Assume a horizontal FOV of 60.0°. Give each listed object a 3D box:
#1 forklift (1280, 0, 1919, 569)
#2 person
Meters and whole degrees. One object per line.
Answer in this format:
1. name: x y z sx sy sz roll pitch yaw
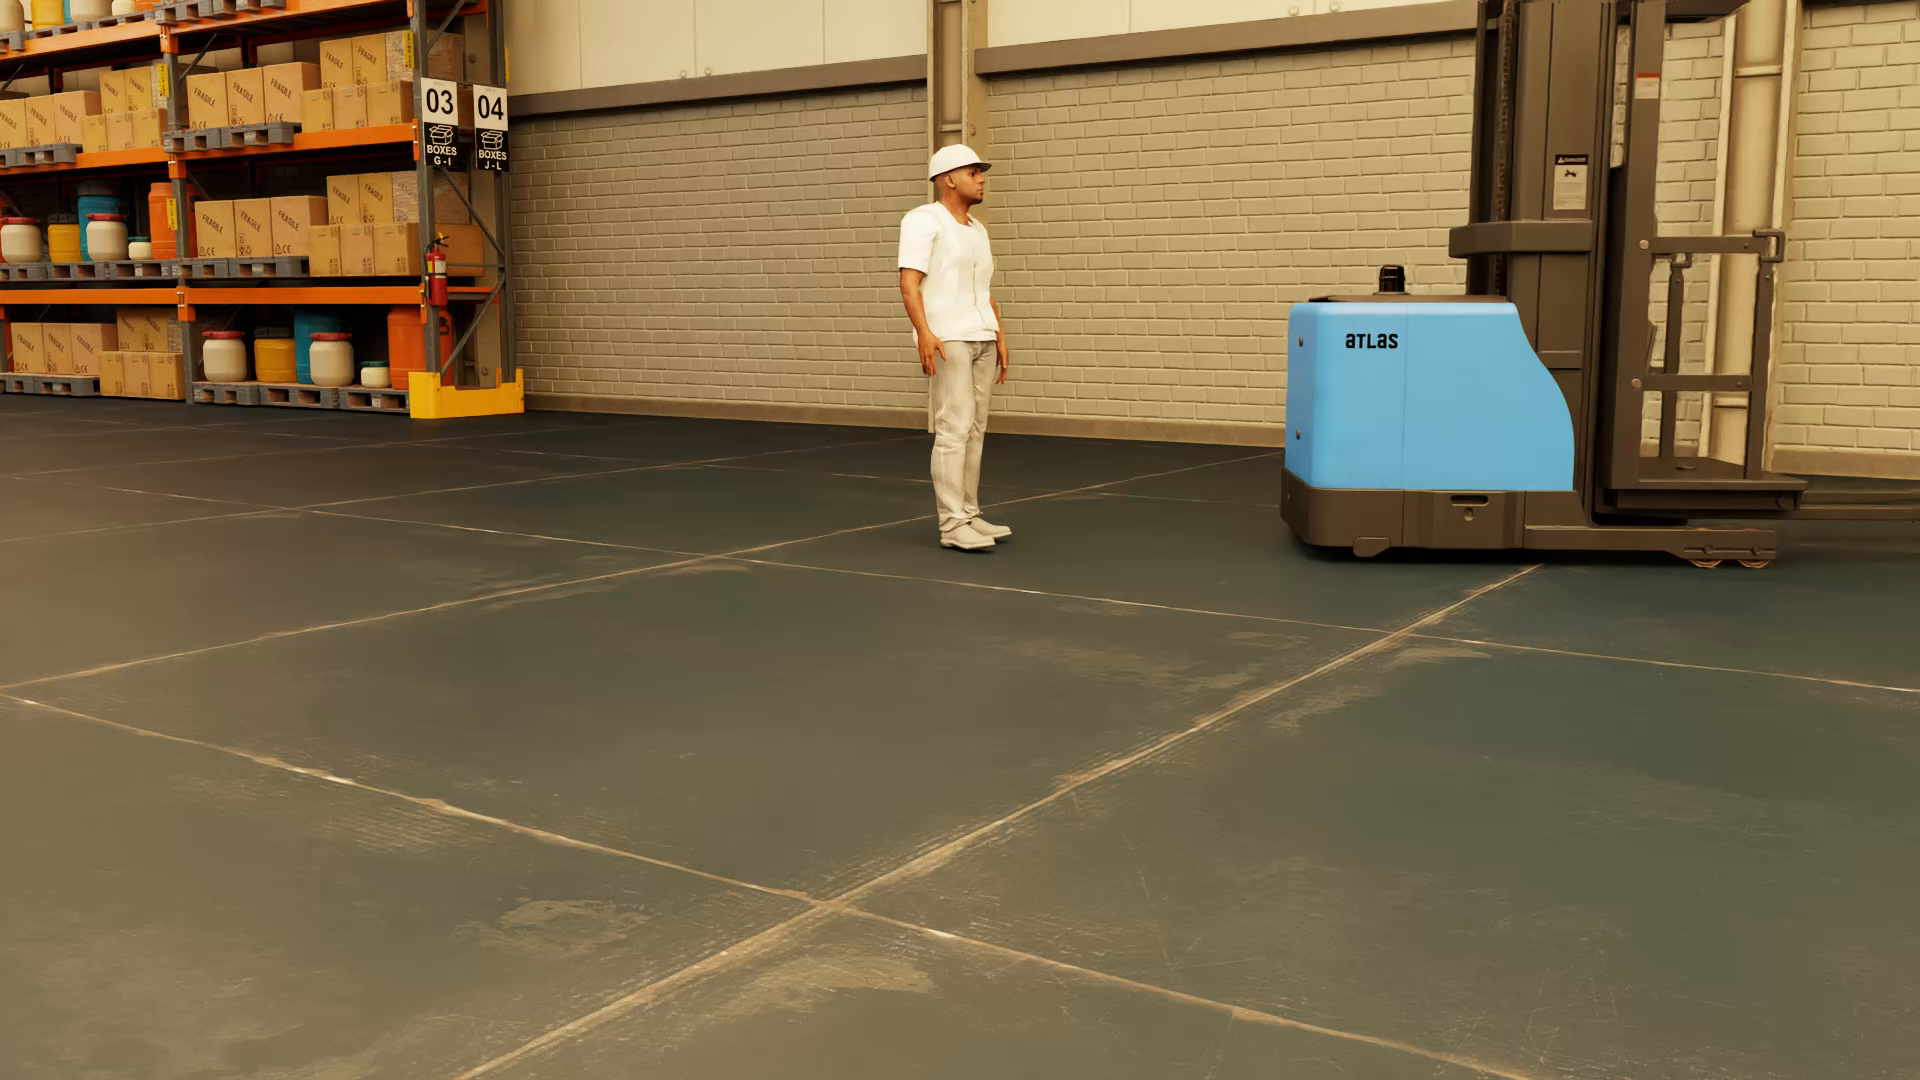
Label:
1. forklift: 2.994 -1.412 7.124 3.031 2.935 1.130 1 8 4
2. person: 0.054 -0.875 7.435 0.576 1.766 0.665 5 10 34
